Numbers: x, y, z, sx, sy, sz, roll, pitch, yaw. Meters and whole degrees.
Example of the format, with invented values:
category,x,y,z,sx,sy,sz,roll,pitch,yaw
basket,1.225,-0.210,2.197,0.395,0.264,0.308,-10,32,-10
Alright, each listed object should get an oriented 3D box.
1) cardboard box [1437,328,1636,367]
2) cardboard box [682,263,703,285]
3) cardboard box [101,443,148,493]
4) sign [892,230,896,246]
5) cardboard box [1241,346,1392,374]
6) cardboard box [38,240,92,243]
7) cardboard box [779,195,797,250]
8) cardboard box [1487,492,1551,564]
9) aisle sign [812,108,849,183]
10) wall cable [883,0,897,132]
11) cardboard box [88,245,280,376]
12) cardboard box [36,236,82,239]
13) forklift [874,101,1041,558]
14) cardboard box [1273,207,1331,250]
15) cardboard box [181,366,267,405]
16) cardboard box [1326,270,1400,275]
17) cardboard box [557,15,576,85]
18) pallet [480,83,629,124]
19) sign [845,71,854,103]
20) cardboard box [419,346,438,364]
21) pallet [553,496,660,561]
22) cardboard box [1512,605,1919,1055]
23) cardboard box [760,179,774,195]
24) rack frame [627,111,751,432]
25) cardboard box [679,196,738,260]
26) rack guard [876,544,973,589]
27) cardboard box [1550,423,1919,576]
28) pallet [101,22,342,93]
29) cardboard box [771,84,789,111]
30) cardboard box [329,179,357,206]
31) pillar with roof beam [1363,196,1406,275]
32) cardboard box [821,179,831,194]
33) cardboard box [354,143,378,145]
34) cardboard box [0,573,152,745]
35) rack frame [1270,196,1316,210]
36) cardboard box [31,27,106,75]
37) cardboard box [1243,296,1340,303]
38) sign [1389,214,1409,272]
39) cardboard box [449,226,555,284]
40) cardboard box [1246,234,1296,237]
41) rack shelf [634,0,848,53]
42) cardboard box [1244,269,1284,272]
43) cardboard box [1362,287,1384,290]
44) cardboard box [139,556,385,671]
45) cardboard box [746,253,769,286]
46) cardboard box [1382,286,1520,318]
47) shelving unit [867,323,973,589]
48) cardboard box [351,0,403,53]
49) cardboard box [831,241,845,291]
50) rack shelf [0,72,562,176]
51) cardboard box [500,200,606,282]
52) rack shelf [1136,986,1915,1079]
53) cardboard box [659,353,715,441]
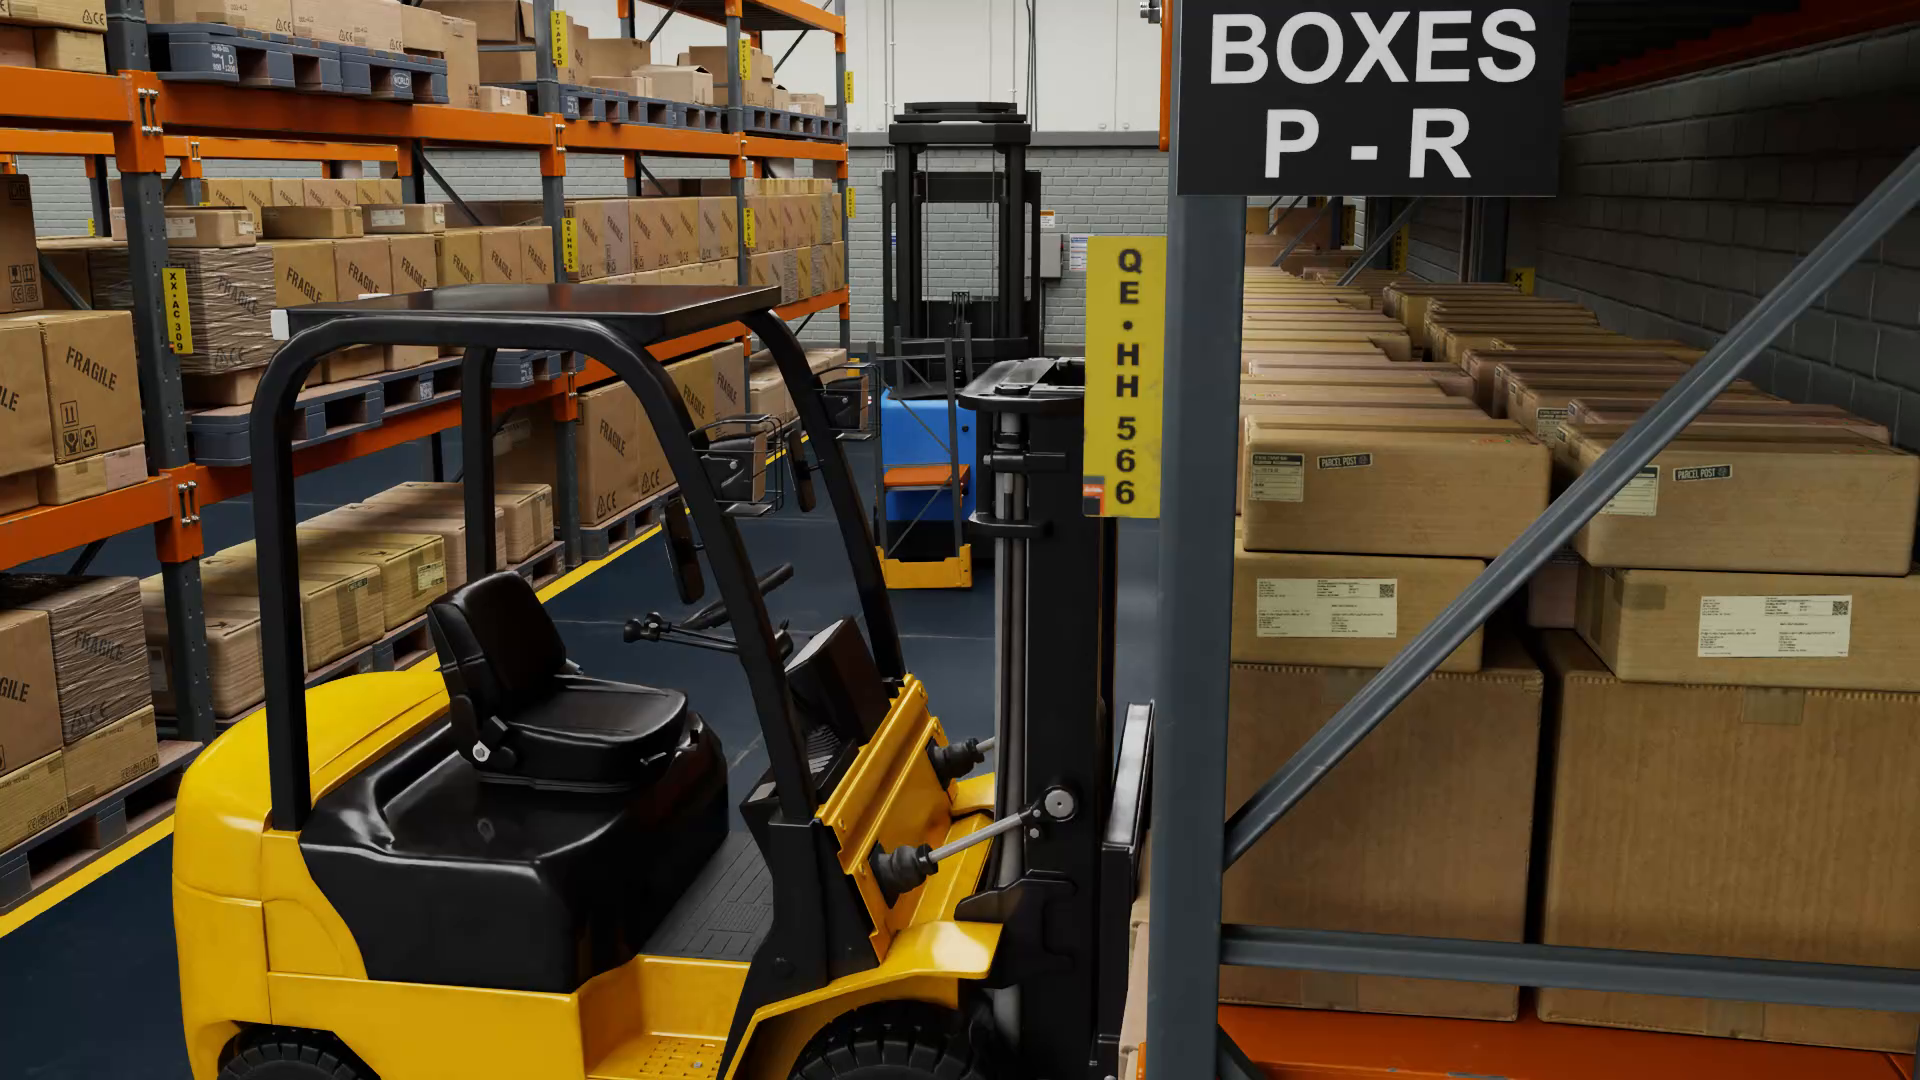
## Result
category,x,y,z,sx,sy,sz,roll,pitch,yaw
cardboard box,1.258,-0.379,3.650,0.380,0.149,0.250,2,12,9
cardboard box,-2.302,-2.001,12.828,0.500,0.250,0.500,2,12,10
cardboard box,-3.309,-0.277,6.255,0.380,0.149,0.250,2,12,8
sign,-0.910,-4.296,23.664,0.327,0.218,0.001,2,12,9
cardboard box,0.639,-0.292,3.243,0.380,0.149,0.250,2,12,10
cardboard box,-7.270,-2.349,13.462,0.380,0.149,0.250,1,12,7
cardboard box,-1.845,-2.982,15.600,0.500,0.500,0.500,2,12,10
cardboard box,1.058,-0.018,2.680,0.380,0.149,0.250,2,12,8
aisle sign,-1.398,-4.250,17.925,0.394,0.787,0.004,2,12,9
wall cable,-1.119,-7.101,23.081,0.463,3.000,0.029,2,12,9
cardboard box,-3.206,-0.964,6.909,0.500,0.500,0.500,2,12,10
cardboard box,-7.789,-2.529,14.297,0.380,0.149,0.250,2,12,10
forklift,0.018,-1.565,11.799,1.130,2.935,3.031,0,12,2
cardboard box,3.066,-2.722,14.874,0.500,0.500,0.500,2,12,7
cardboard box,-3.164,-0.664,7.054,0.380,0.149,0.250,2,12,9
cardboard box,2.179,-1.383,9.013,0.380,0.149,0.250,2,12,10
cardboard box,-2.982,-3.242,11.063,0.700,0.500,0.500,1,12,6
pallet,-2.899,-2.819,10.782,1.213,0.211,1.003,2,12,11
sign,-1.182,-4.815,17.680,0.100,0.325,0.005,2,12,9
cardboard box,-2.924,-0.991,8.570,0.380,0.149,0.250,1,12,7
pallet,-2.750,-0.108,11.493,1.003,0.211,1.213,2,12,9
cardboard box,1.079,0.373,2.405,0.500,0.500,0.500,2,12,10
cardboard box,-1.906,-3.212,15.128,0.380,0.149,0.250,2,12,8
rack frame,-2.331,-2.142,14.312,1.000,3.000,0.127,2,12,9
cardboard box,-2.152,-2.578,13.727,0.500,0.500,0.500,2,12,10
rack guard,-0.223,0.161,10.089,0.587,0.250,0.087,-2,12,7
cardboard box,0.992,-0.058,2.161,0.380,0.149,0.250,2,12,8
pallet,-3.361,-1.976,6.869,1.213,0.211,1.003,2,12,9
cardboard box,-1.995,-4.342,16.376,0.500,0.311,0.500,2,12,10
cardboard box,-6.596,-3.480,17.203,0.500,0.500,0.500,3,12,12
pillar with roof beam,-0.682,-5.170,14.122,9.100,9.000,0.400,2,12,9
cardboard box,-1.545,-3.638,17.104,0.380,0.149,0.250,2,12,8
cardboard box,-6.502,-4.297,17.549,0.500,0.250,0.500,2,12,9
cardboard box,-3.387,0.428,6.140,0.500,0.500,0.500,2,12,8
rack frame,3.189,-2.815,17.433,1.000,3.000,0.127,2,12,9
cardboard box,-3.308,-1.744,5.944,0.380,0.149,0.250,2,12,9
cardboard box,0.879,-0.610,4.722,0.380,0.149,0.250,2,12,10
sign,2.508,-1.698,9.504,0.100,0.325,0.005,2,12,9
cardboard box,-2.741,-1.605,9.882,0.500,0.500,0.500,2,12,7
cardboard box,2.279,-2.143,13.081,0.700,0.500,0.500,2,12,10
rack shelf,-2.023,-4.944,15.730,1.077,0.370,4.000,2,12,9
cardboard box,1.579,-1.403,9.105,0.380,0.149,0.250,2,12,10
cardboard box,1.891,-1.065,7.536,0.380,0.149,0.250,2,12,9
cardboard box,-3.376,0.344,8.019,0.950,0.372,0.625,3,12,12
cardboard box,-2.000,-2.280,14.716,0.500,0.500,0.500,2,12,11
cardboard box,1.514,-0.701,5.142,0.380,0.149,0.250,2,12,7
shelving unit,-0.199,-0.555,10.443,0.587,1.500,1.083,-2,12,7
cardboard box,-2.943,-2.395,7.724,0.500,0.250,0.500,2,12,8
cardboard box,-1.528,-2.915,17.660,0.500,0.500,0.500,2,12,9
rack shelf,-3.254,-2.008,8.277,1.077,0.370,4.000,2,12,9
cardboard box,-2.629,-1.942,10.772,0.500,0.500,0.500,1,12,7
rack shelf,1.036,0.451,3.986,1.077,0.370,4.000,2,12,9
cardboard box,-2.478,-0.989,13.007,0.875,0.875,0.875,2,12,10
